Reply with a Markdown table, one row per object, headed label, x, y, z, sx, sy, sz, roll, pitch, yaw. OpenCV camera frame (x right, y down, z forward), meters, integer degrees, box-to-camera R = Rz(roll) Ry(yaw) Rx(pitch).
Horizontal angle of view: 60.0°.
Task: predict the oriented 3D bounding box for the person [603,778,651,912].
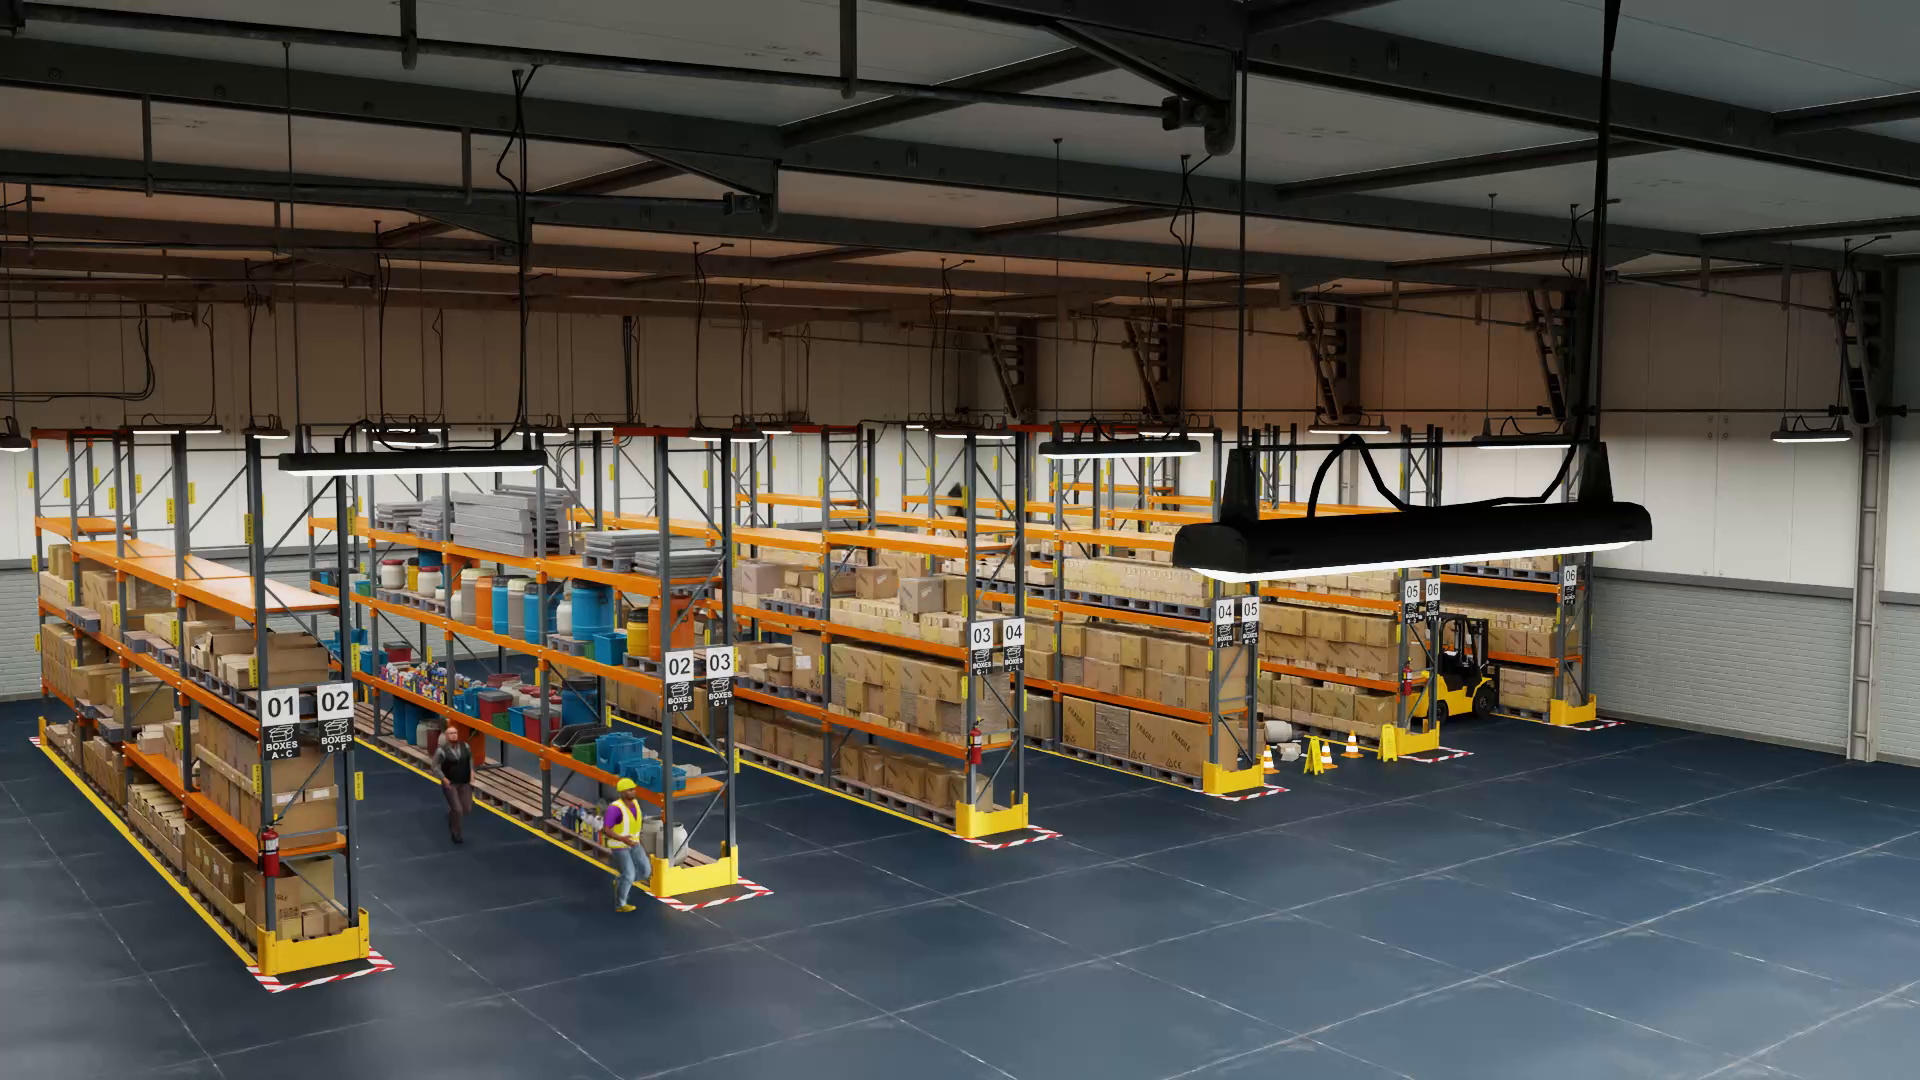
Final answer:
| label | x | y | z | sx | sy | sz | roll | pitch | yaw |
| --- | --- | --- | --- | --- | --- | --- | --- | --- | --- |
| person | -4.177 | 3.841 | 20.887 | 0.611 | 1.725 | 0.728 | 2 | 5 | 27 |

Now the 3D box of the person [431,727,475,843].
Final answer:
| label | x | y | z | sx | sy | sz | roll | pitch | yaw |
| --- | --- | --- | --- | --- | --- | --- | --- | --- | --- |
| person | -7.434 | 3.578 | 24.435 | 0.665 | 1.692 | 0.546 | -4 | 6 | -41 |

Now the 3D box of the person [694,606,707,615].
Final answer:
| label | x | y | z | sx | sy | sz | roll | pitch | yaw |
| --- | --- | --- | --- | --- | --- | --- | --- | --- | --- |
| person | -6.550 | 2.287 | 40.579 | 0.770 | 1.710 | 0.557 | 4 | 6 | 40 |
